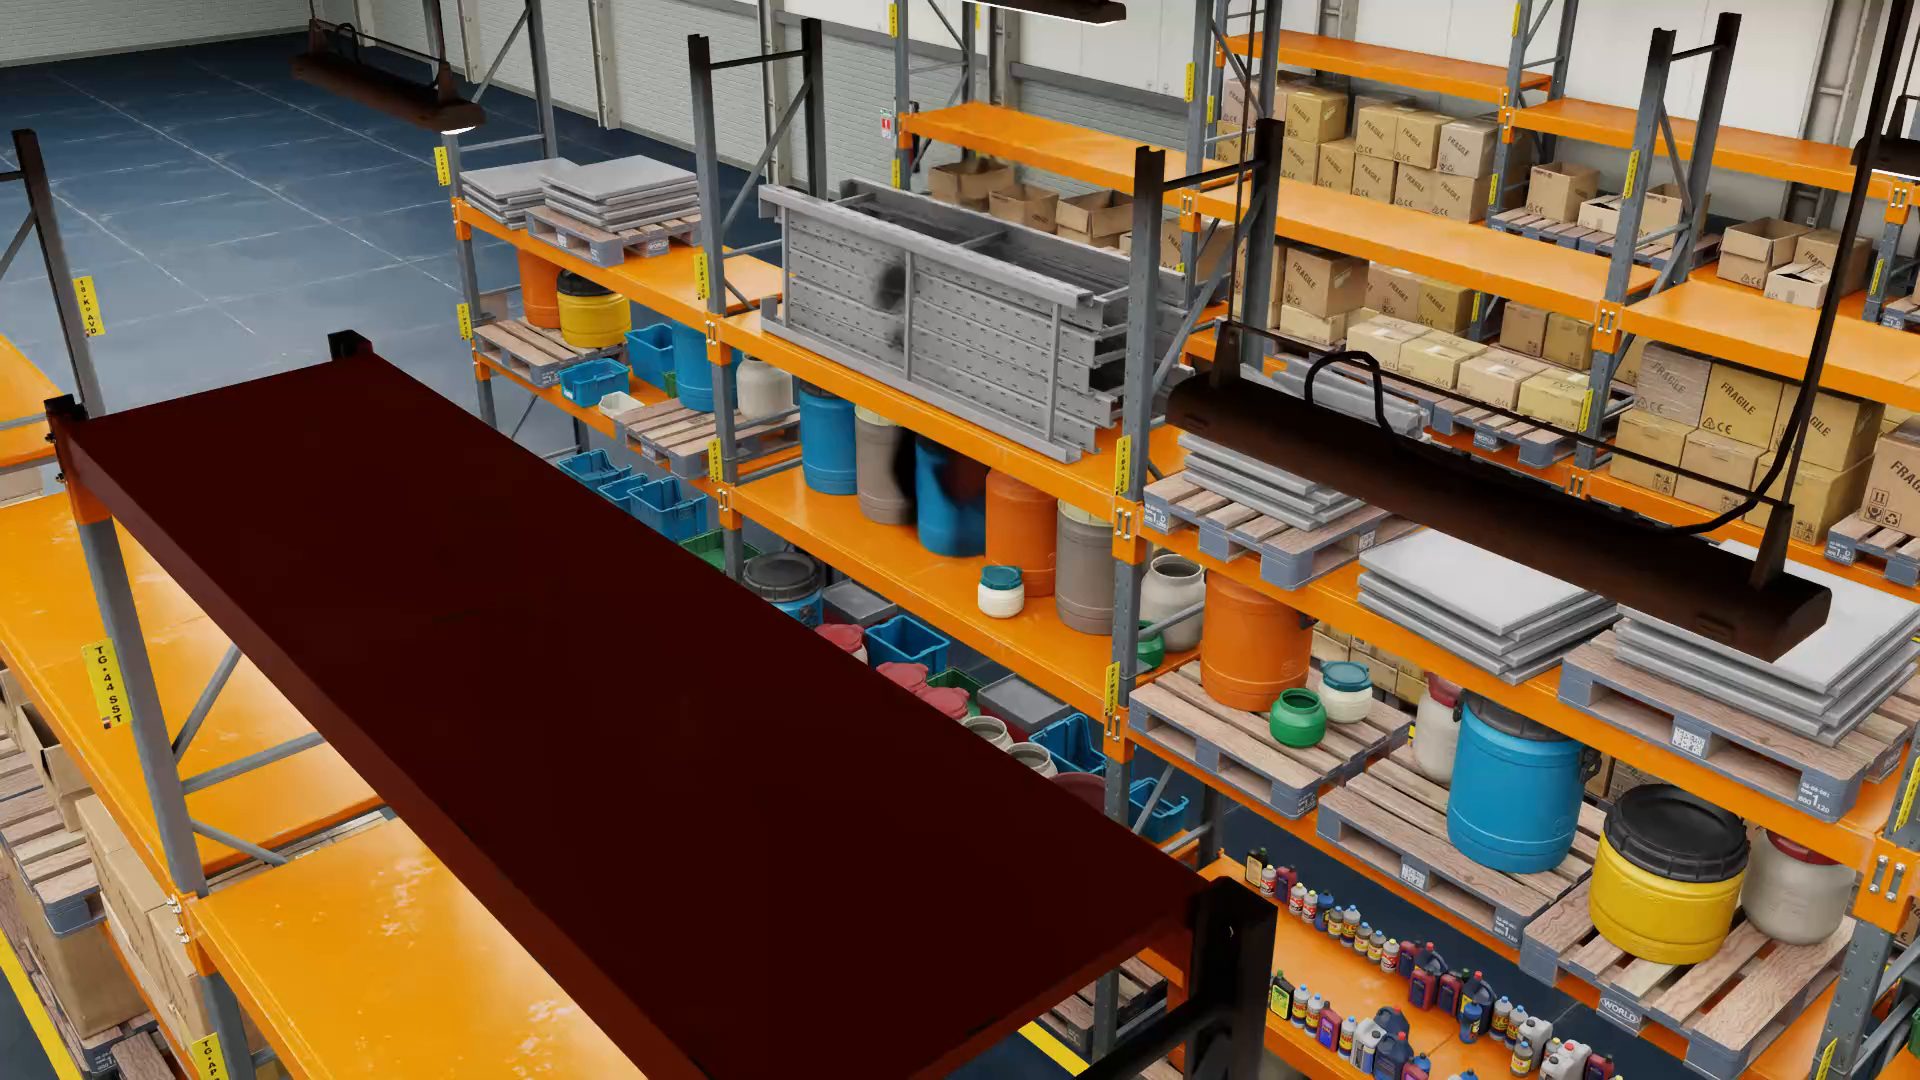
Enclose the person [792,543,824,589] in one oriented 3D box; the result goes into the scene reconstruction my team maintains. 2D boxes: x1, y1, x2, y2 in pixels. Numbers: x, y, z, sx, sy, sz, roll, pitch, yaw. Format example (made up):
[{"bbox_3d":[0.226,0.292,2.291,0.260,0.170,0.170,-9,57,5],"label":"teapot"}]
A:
[{"bbox_3d":[-1.342,0.129,15.438,0.752,1.777,0.624,22,34,36],"label":"person"}]
